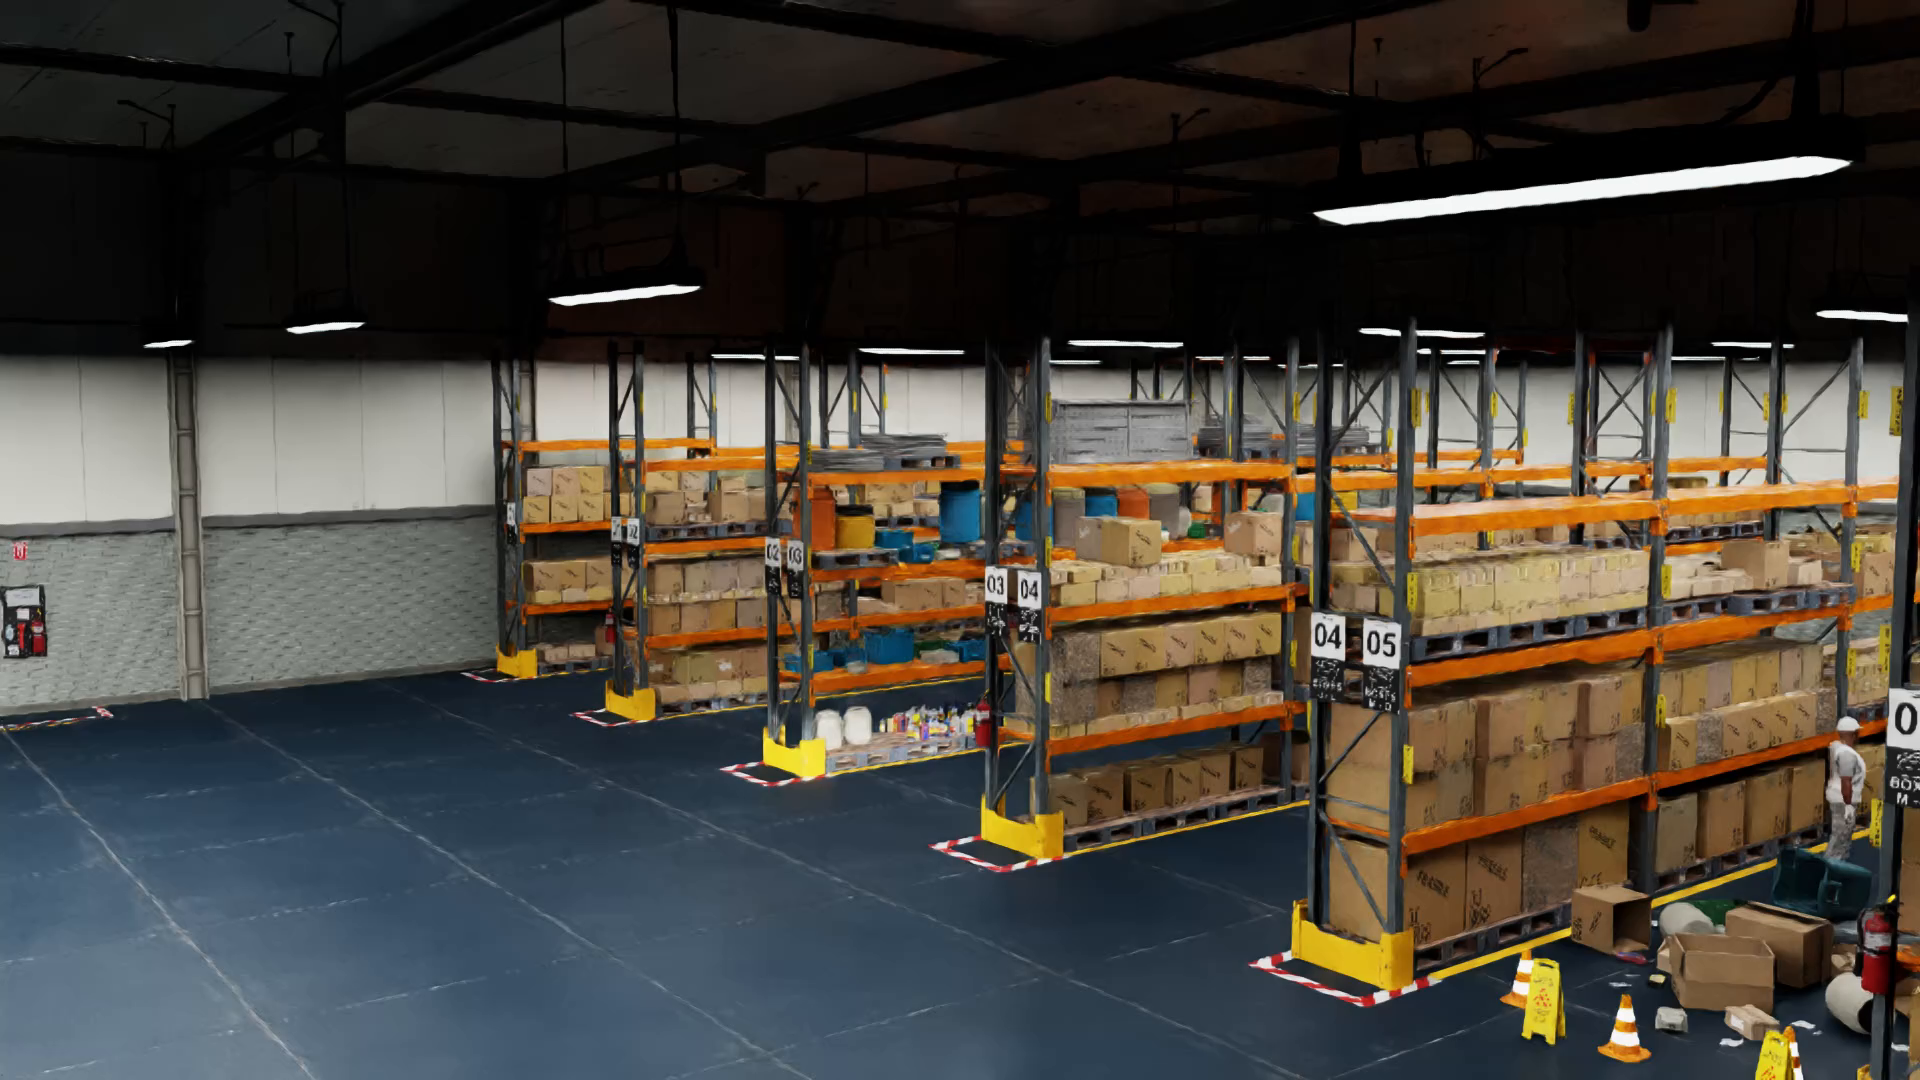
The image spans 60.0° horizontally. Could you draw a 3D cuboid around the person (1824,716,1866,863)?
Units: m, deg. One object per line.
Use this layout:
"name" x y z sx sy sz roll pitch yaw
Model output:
"person" 9.300 2.733 17.388 0.457 1.781 0.618 2 5 23
